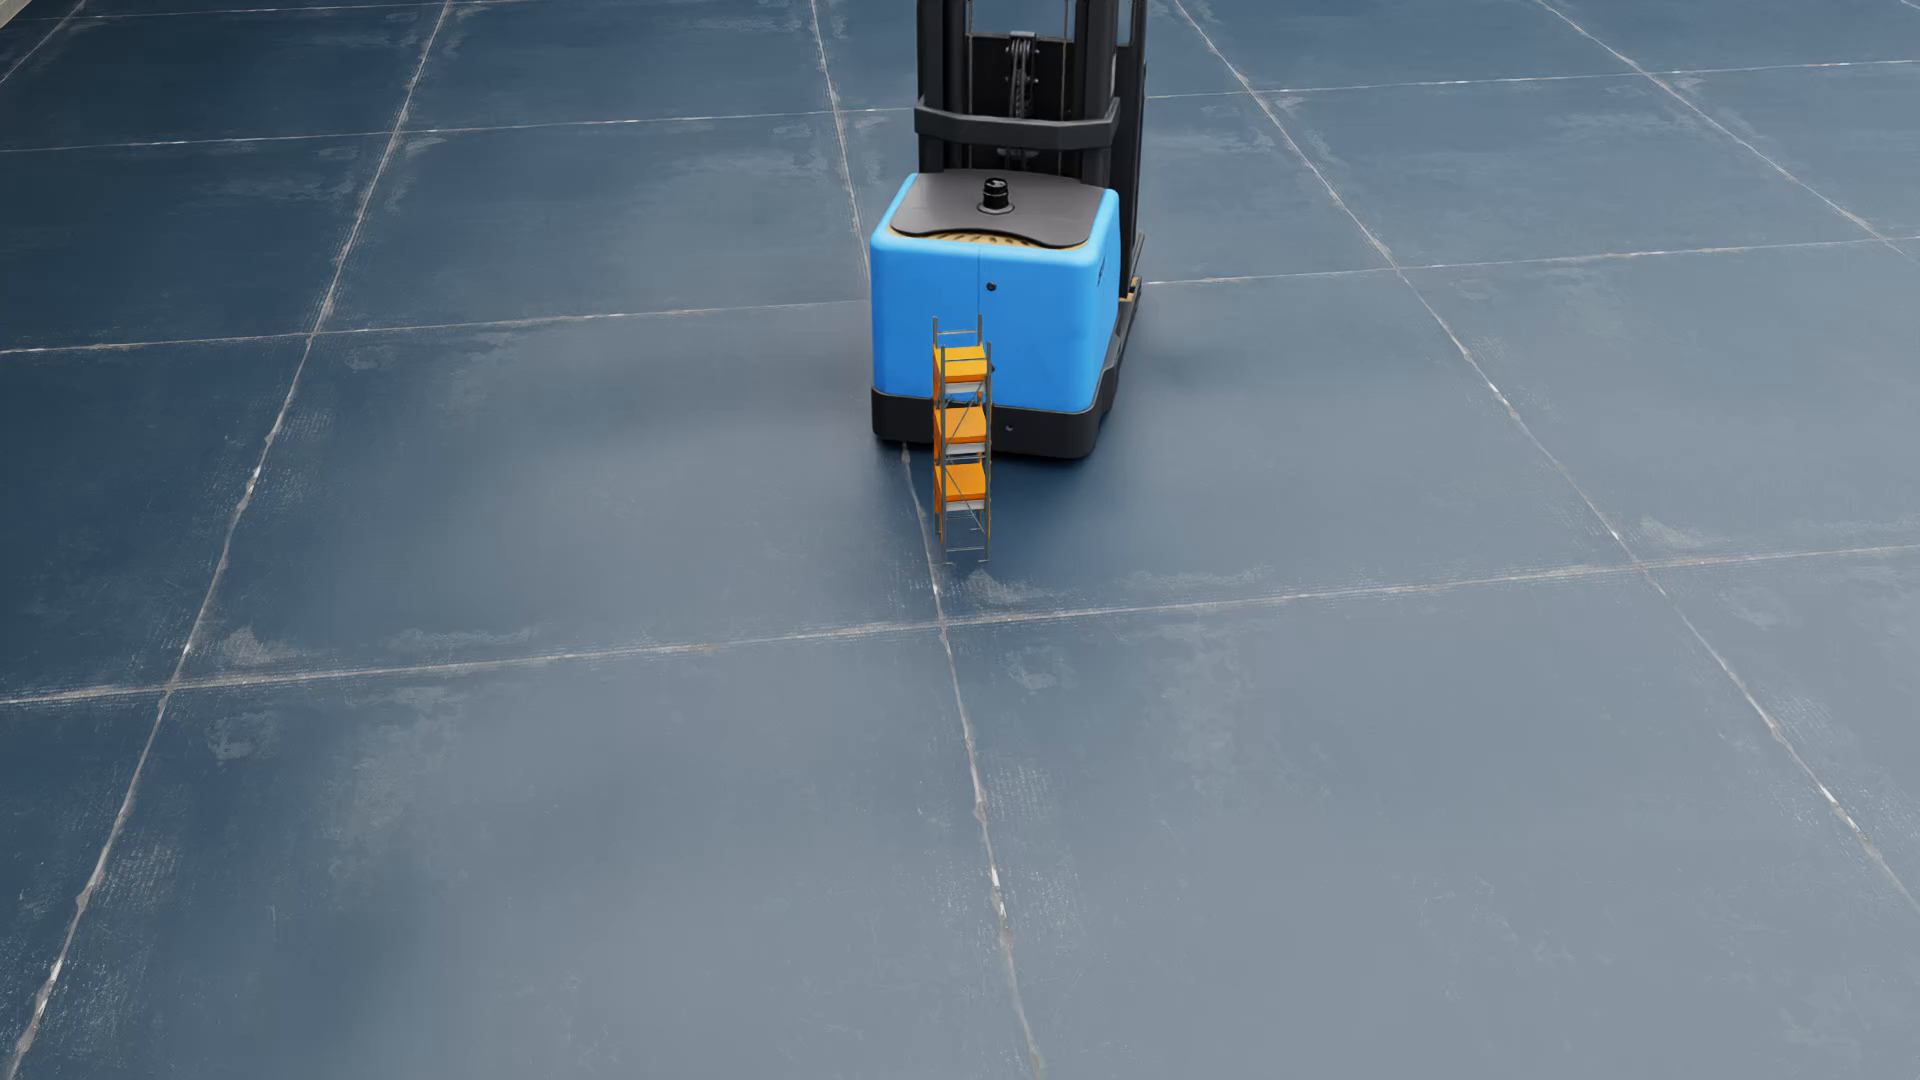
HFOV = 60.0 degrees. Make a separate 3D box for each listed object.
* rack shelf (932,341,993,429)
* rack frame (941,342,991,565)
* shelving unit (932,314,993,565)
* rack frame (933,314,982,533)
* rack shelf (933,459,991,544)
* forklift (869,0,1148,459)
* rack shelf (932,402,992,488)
[{"bbox_3d":[0.007,-0.630,6.757,0.215,0.259,0.240,-4,35,-6],"label":"rack shelf"},{"bbox_3d":[0.024,-0.336,6.811,0.200,1.050,0.008,-4,35,-6],"label":"rack frame"},{"bbox_3d":[0.007,-0.404,6.911,0.215,1.050,0.252,-4,35,-6],"label":"shelving unit"},{"bbox_3d":[-0.009,-0.472,7.010,0.200,1.050,0.008,-4,35,-6],"label":"rack frame"},{"bbox_3d":[0.007,-0.166,7.073,0.215,0.259,0.240,-4,35,-6],"label":"rack shelf"},{"bbox_3d":[0.385,-2.410,8.184,1.130,2.935,3.031,7,35,10],"label":"forklift"},{"bbox_3d":[0.007,-0.395,6.916,0.215,0.259,0.240,-4,35,-6],"label":"rack shelf"}]
